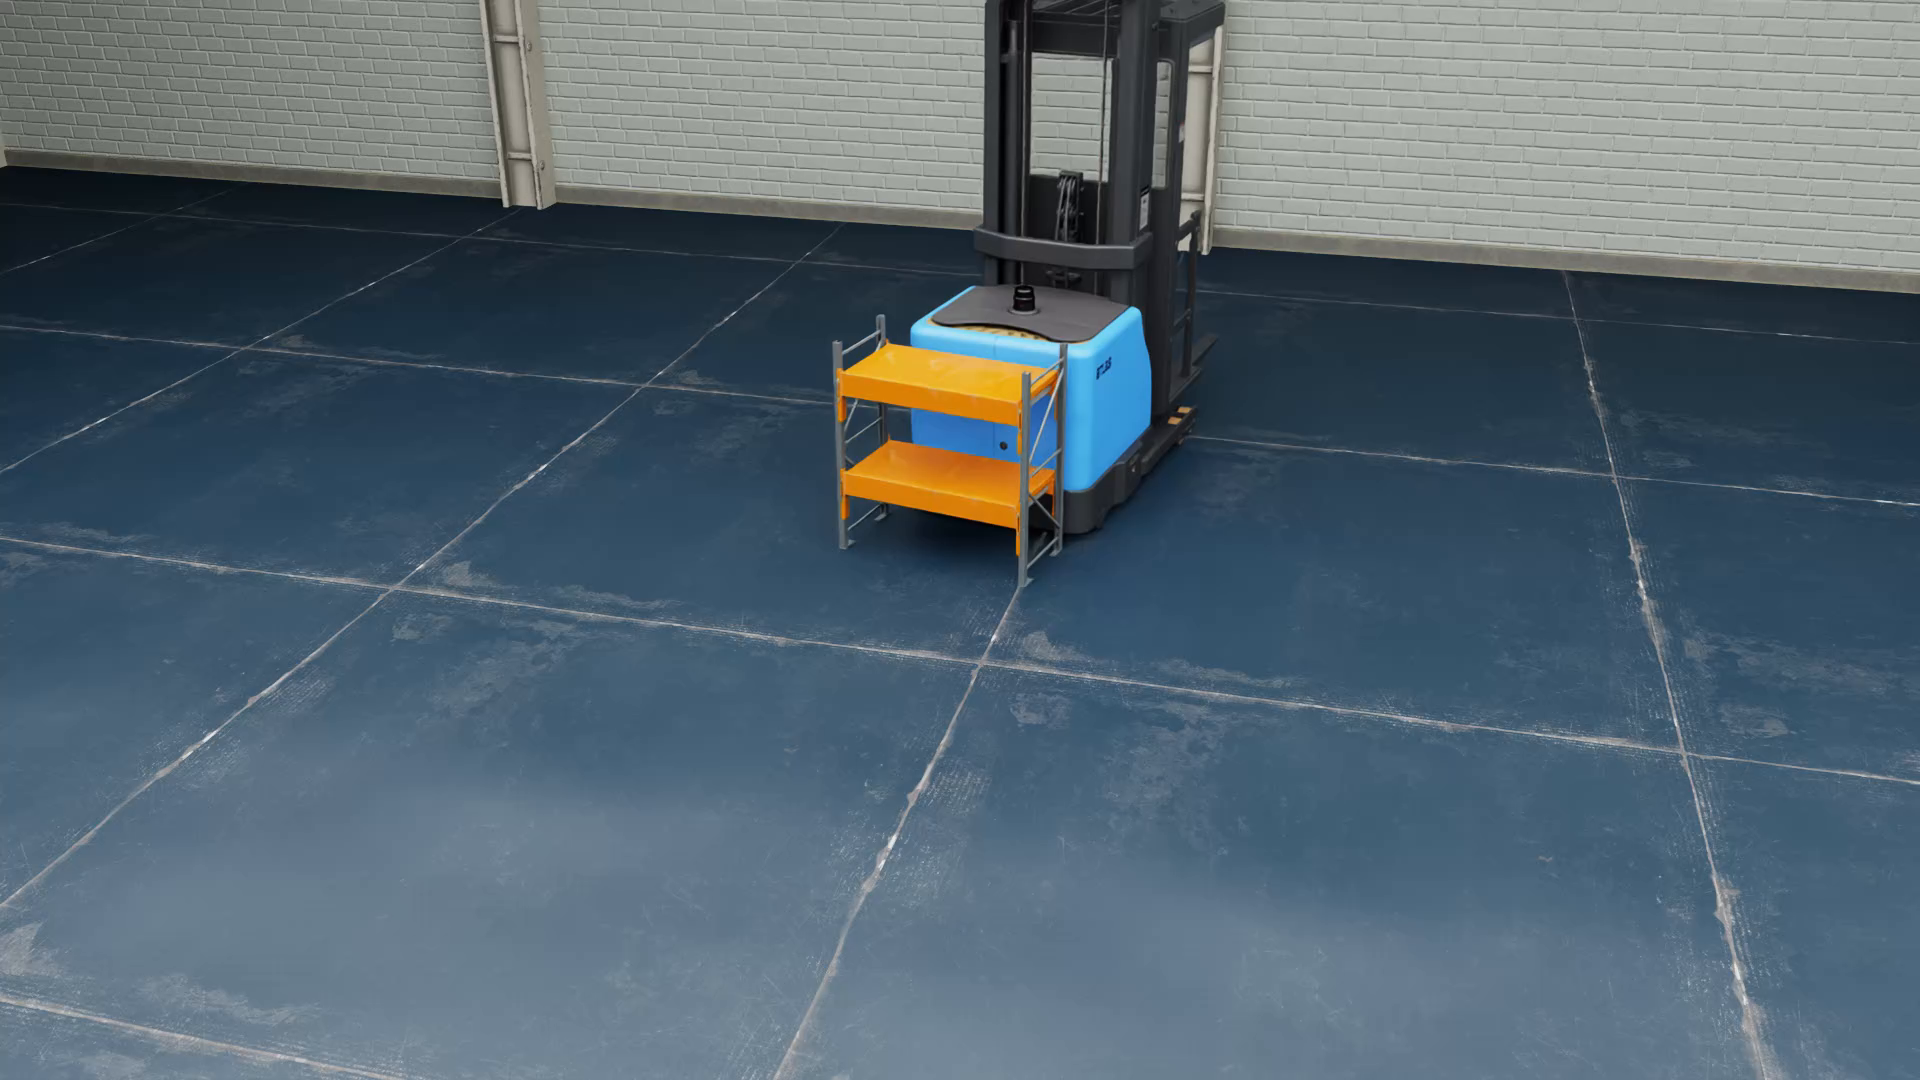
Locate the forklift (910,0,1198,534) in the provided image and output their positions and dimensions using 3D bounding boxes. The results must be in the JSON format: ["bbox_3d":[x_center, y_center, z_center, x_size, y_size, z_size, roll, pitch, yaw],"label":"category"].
[{"bbox_3d":[0.795,-1.961,9.459,1.130,2.935,3.031,11,28,22],"label":"forklift"}]

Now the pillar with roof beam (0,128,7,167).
[{"bbox_3d":[-10.809,-5.984,10.850,0.400,9.000,9.100,6,26,13],"label":"pillar with roof beam"}]

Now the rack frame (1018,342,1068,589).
[{"bbox_3d":[0.410,-0.366,8.210,0.032,1.125,0.500,12,28,23],"label":"rack frame"}]

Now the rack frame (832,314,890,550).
[{"bbox_3d":[-0.506,-0.556,8.609,0.032,1.125,0.500,12,28,23],"label":"rack frame"}]

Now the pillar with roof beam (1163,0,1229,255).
[{"bbox_3d":[0.813,-4.699,8.152,0.400,9.000,9.100,6,26,13],"label":"pillar with roof beam"}]

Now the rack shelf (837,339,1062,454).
[{"bbox_3d":[-0.048,-0.725,8.284,1.000,0.278,0.538,12,28,23],"label":"rack shelf"}]

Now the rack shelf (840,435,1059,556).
[{"bbox_3d":[-0.048,-0.240,8.515,1.000,0.278,0.538,12,28,23],"label":"rack shelf"}]

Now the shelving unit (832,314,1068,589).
[{"bbox_3d":[-0.048,-0.461,8.410,1.048,1.125,0.538,12,28,23],"label":"shelving unit"}]
